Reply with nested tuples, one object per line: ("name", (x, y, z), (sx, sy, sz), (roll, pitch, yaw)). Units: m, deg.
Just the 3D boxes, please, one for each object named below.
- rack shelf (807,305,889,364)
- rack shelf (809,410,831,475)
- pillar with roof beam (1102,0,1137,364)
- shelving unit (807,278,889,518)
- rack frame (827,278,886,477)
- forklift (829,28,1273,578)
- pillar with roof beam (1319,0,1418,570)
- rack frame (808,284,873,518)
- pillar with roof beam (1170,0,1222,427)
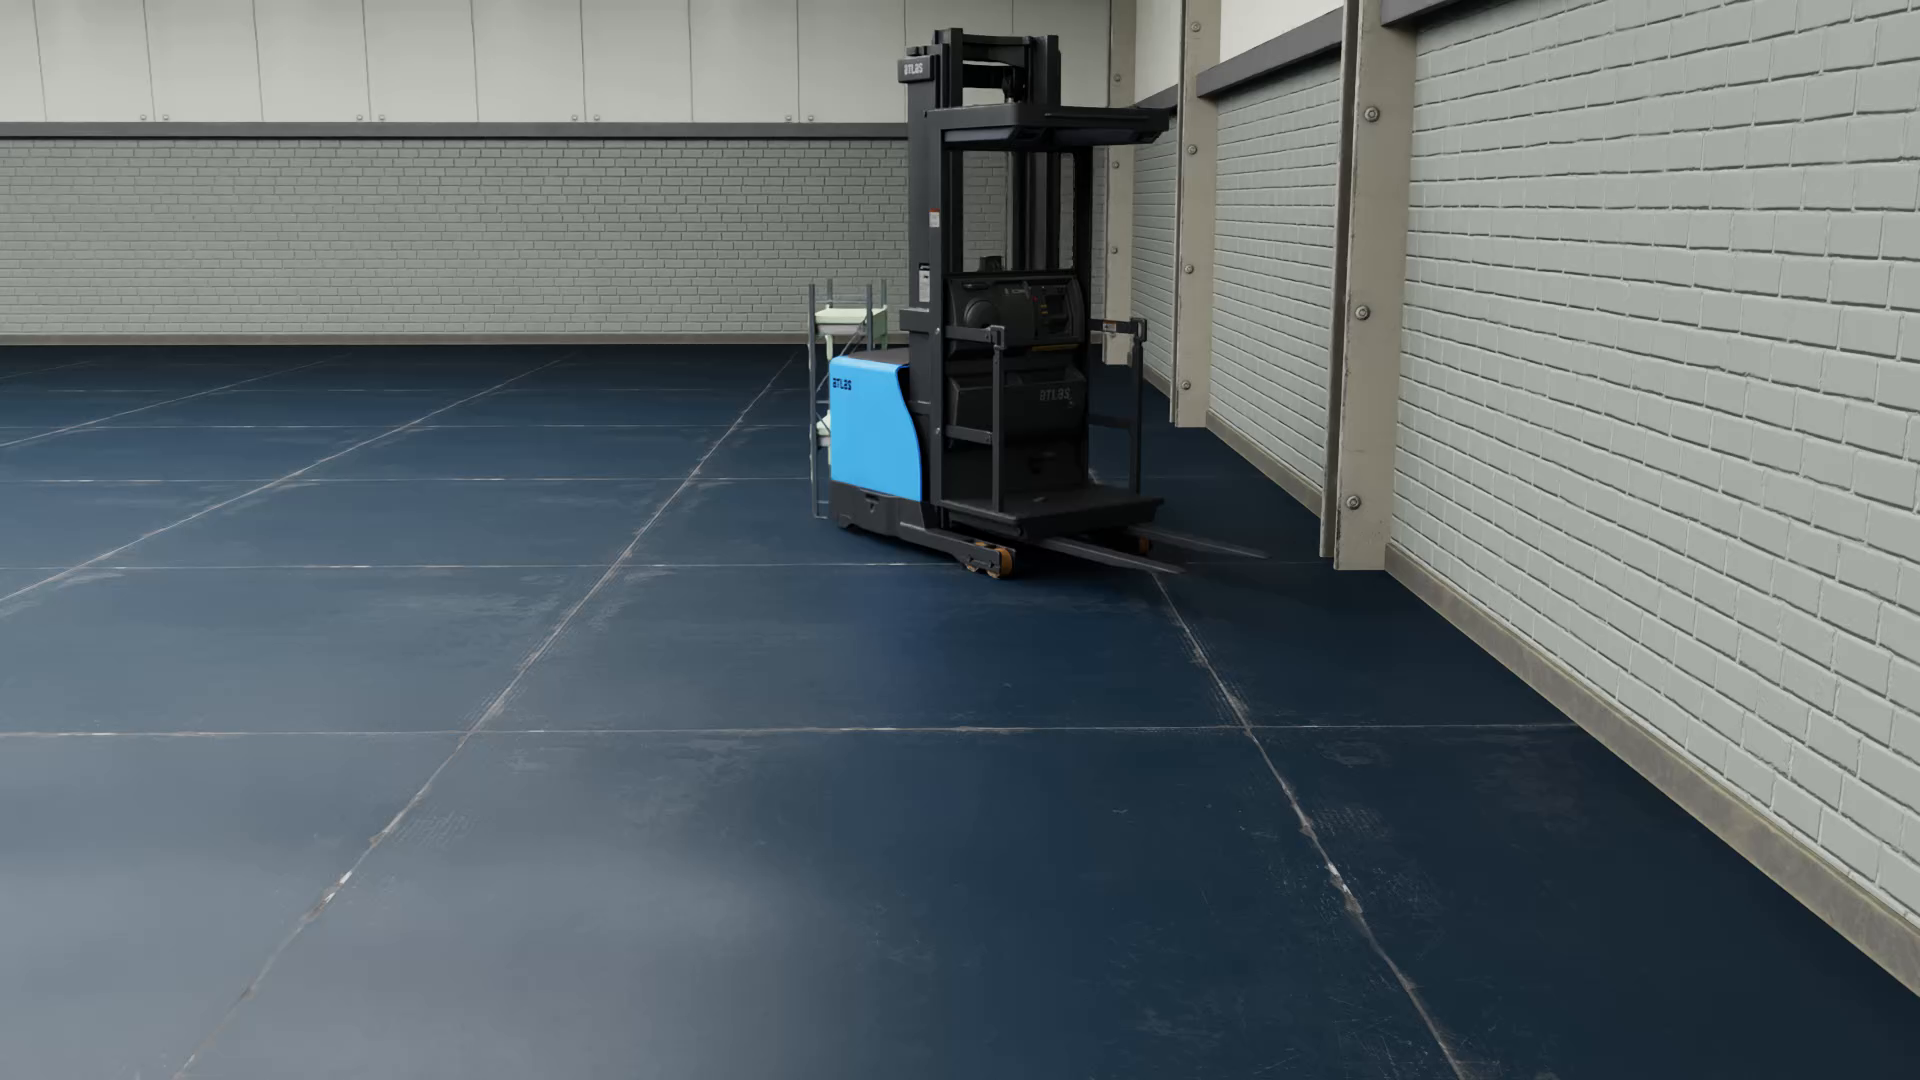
("rack shelf", (-0.725, -1.333, 10.893), (0.431, 0.370, 0.720), (1, 12, 4))
("rack shelf", (-0.725, -0.631, 11.036), (0.431, 0.370, 0.720), (1, 12, 4))
("pillar with roof beam", (-2.315, -6.651, 20.212), (9.100, 9.000, 0.400), (0, 11, -1))
("shelving unit", (-0.725, -0.950, 10.971), (0.431, 1.500, 0.755), (1, 12, 4))
("rack frame", (-0.696, -1.023, 11.328), (0.400, 1.500, 0.023), (1, 12, 4))
("forklift", (0.451, -1.339, 9.285), (1.130, 2.935, 3.031), (-8, 14, -35))
("pillar with roof beam", (-2.067, -4.266, 8.454), (9.100, 9.000, 0.400), (0, 11, -1))
("rack frame", (-0.754, -0.878, 10.613), (0.400, 1.500, 0.023), (1, 12, 4))
("pillar with roof beam", (-2.191, -5.459, 14.333), (9.100, 9.000, 0.400), (0, 11, -1))
